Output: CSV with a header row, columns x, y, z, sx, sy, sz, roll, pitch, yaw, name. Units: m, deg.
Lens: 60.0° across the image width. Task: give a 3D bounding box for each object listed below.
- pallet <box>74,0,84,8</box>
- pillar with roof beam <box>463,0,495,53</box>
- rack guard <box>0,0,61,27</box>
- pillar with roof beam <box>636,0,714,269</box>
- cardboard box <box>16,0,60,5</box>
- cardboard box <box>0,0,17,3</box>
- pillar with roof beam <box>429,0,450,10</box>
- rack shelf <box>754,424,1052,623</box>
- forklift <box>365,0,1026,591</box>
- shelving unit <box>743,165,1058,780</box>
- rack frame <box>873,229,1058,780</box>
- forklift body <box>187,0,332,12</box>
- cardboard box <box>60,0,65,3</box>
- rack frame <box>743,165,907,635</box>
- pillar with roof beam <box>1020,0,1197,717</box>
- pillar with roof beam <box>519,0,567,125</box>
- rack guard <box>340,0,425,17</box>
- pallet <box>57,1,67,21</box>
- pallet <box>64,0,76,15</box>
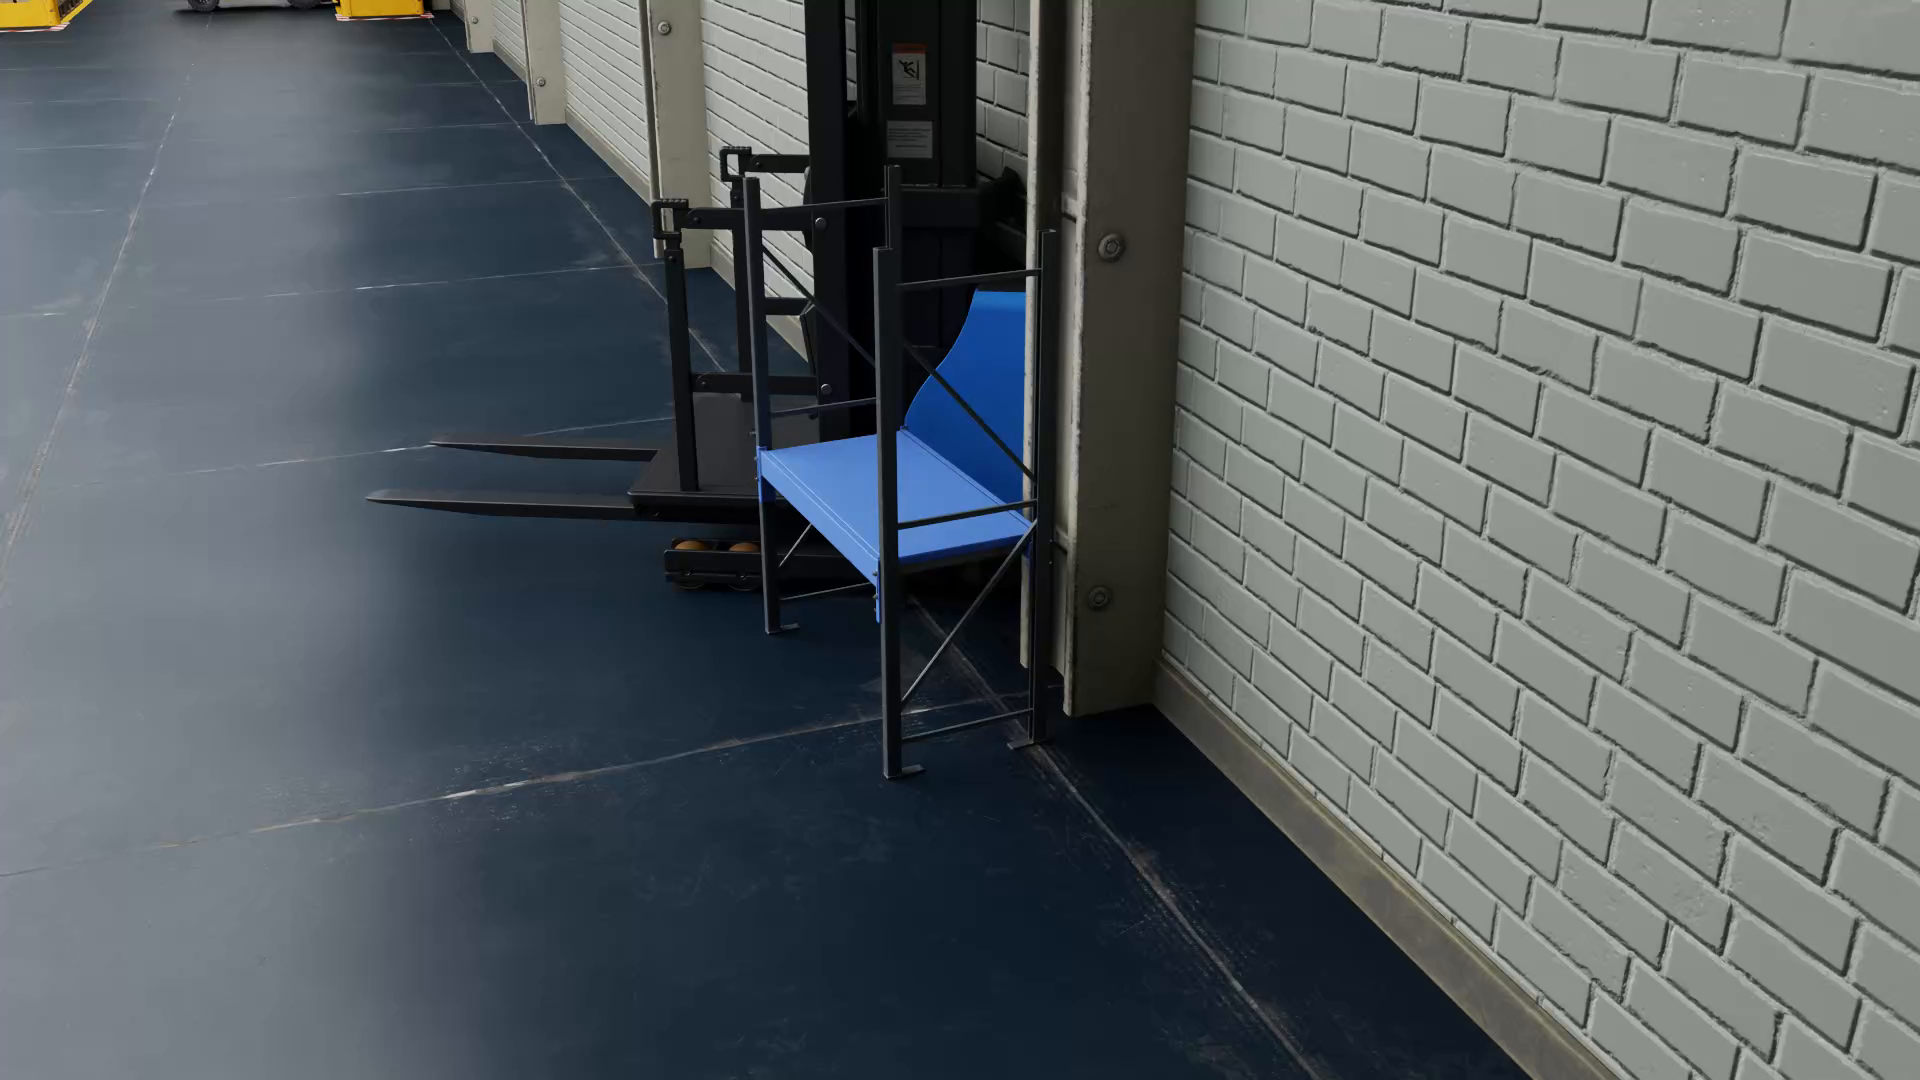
x,y,z,sx,sy,sz,roll,pitch,yaw,name
-14.456,-8.534,26.226,1.003,0.211,1.213,-8,24,-19,pallet
-9.982,-9.657,17.577,9.100,9.000,0.400,-8,24,-19,pillar with roof beam
-13.340,-7.480,23.354,1.175,0.500,0.348,-8,24,-19,rack guard
-5.743,-5.297,7.232,9.100,9.000,0.400,-8,24,-19,pillar with roof beam
-13.340,-7.862,24.041,0.500,0.250,0.500,-9,24,-19,cardboard box
-13.859,-7.797,23.886,0.500,0.250,0.500,-8,24,-19,cardboard box
-12.102,-11.838,22.749,9.100,9.000,0.400,-8,24,-19,pillar with roof beam
-0.198,-0.078,4.967,0.538,0.185,1.000,-10,25,-23,rack shelf
-0.623,-1.373,5.733,3.031,2.935,1.130,2,23,5,forklift
-0.198,-0.244,4.897,0.538,1.500,1.048,-10,25,-23,shelving unit
0.018,-0.065,4.473,0.500,1.500,0.032,-10,25,-23,rack frame
-11.048,-9.335,25.628,2.313,2.155,1.214,-8,24,-19,forklift body
-13.513,-8.049,24.484,0.500,0.250,0.500,-7,24,-17,cardboard box
-0.414,-0.423,5.322,0.500,1.500,0.032,-10,25,-23,rack frame
-3.623,-3.117,2.059,9.100,9.000,0.400,-8,24,-19,pillar with roof beam
-7.862,-7.477,12.404,9.100,9.000,0.400,-8,24,-19,pillar with roof beam
-8.663,-8.126,24.887,1.175,0.500,0.348,-8,24,-19,rack guard
-13.594,-7.647,24.122,1.003,0.211,1.213,-8,24,-19,pallet
-14.022,-8.090,25.172,1.003,0.211,1.213,-8,24,-19,pallet
